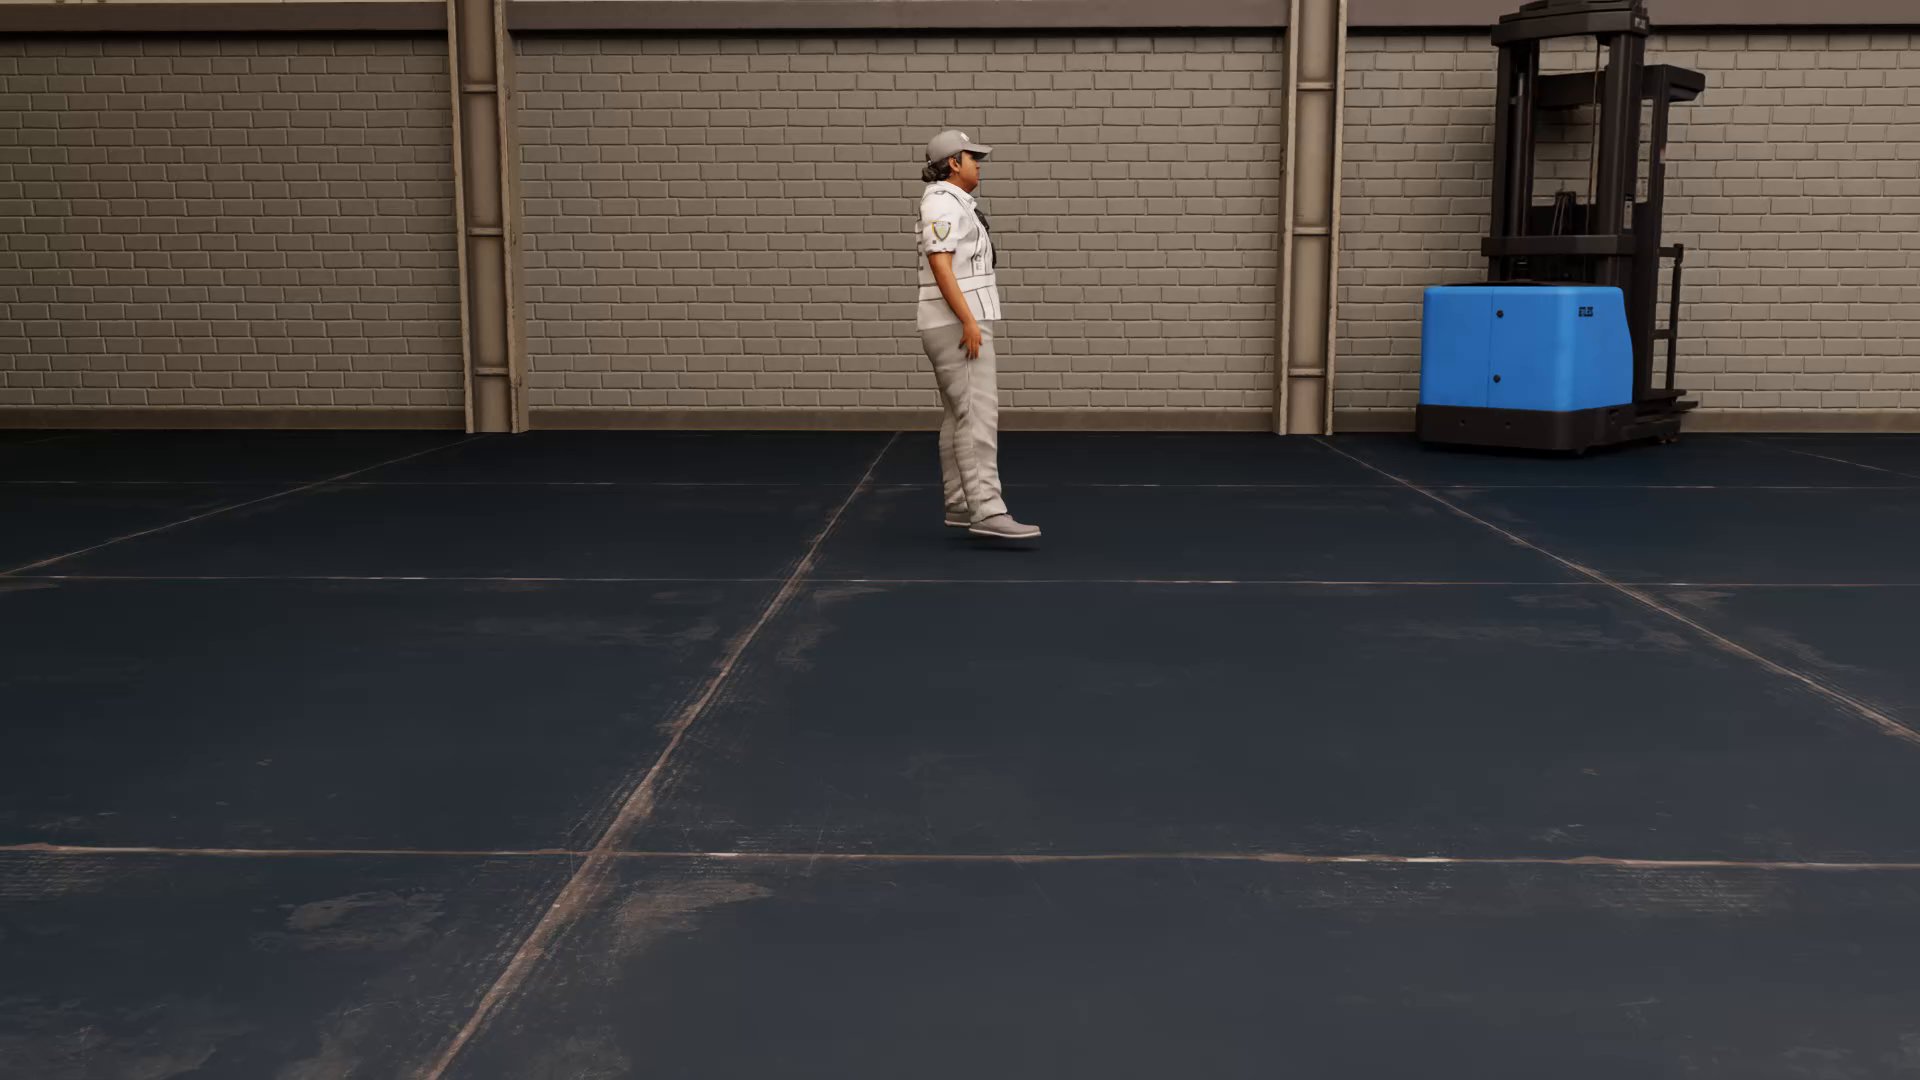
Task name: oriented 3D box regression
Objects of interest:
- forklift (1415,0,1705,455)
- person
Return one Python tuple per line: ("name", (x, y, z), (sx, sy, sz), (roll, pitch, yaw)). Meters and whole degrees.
("forklift", (4.368, -2.147, 11.481), (1.130, 2.935, 3.031), (8, 12, 42))
("person", (0.076, -0.868, 6.970), (0.528, 1.669, 0.598), (0, 9, 1))
